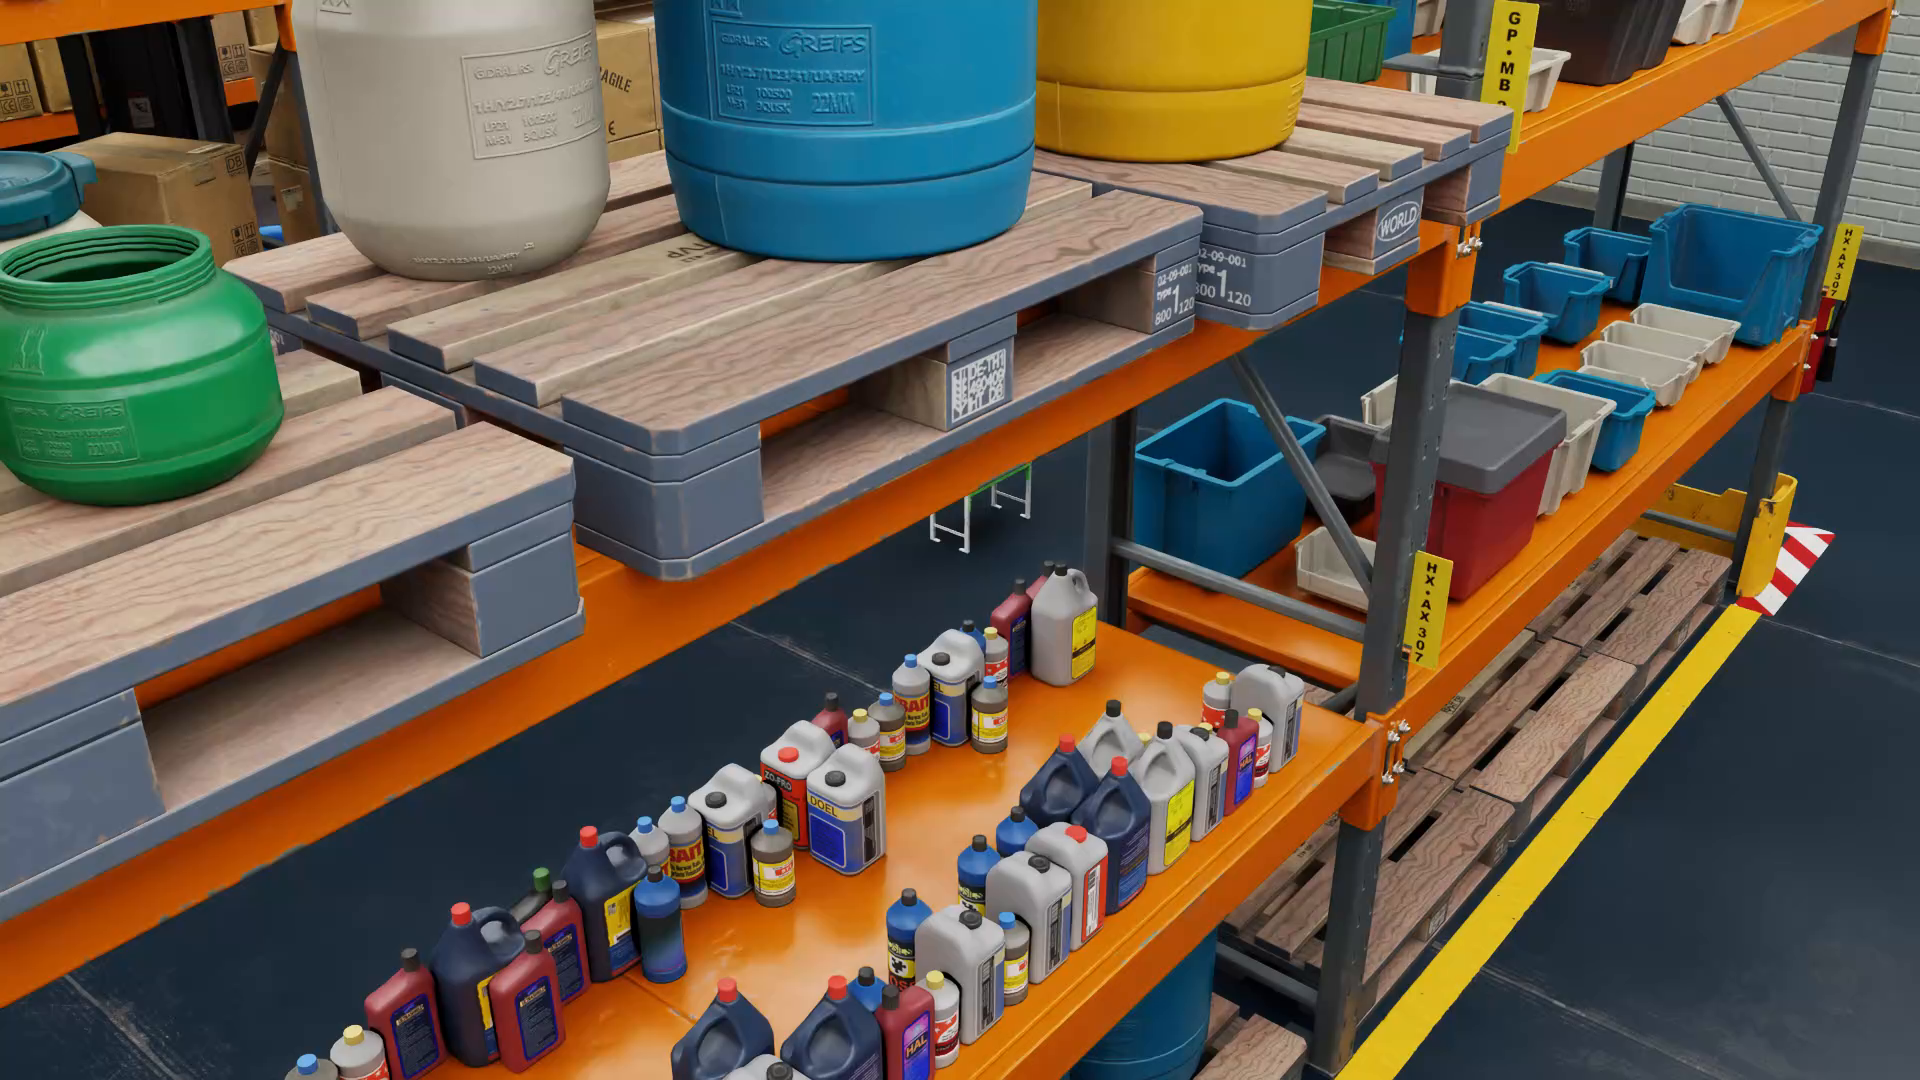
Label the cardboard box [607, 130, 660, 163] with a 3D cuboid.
[{"bbox_3d":[-1.852,-1.807,8.369,0.500,0.500,0.500,21,34,34],"label":"cardboard box"}]

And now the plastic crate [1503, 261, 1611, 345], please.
[{"bbox_3d":[2.505,-0.999,7.033,0.416,0.233,0.300,21,34,34],"label":"plastic crate"}]

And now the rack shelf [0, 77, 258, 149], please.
[{"bbox_3d":[-5.582,-3.138,11.834,1.077,0.370,4.000,21,34,34],"label":"rack shelf"}]

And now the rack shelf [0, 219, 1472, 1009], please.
[{"bbox_3d":[-0.482,-0.157,2.806,1.077,0.370,4.000,21,34,34],"label":"rack shelf"}]

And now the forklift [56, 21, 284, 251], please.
[{"bbox_3d":[-4.990,-2.148,9.213,3.031,2.935,1.130,-9,29,-17],"label":"forklift"}]

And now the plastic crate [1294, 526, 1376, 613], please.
[{"bbox_3d":[1.197,0.114,4.986,0.396,0.136,0.243,21,34,34],"label":"plastic crate"}]

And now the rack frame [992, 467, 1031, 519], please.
[{"bbox_3d":[0.261,-0.678,8.255,0.240,1.200,0.015,21,34,34],"label":"rack frame"}]

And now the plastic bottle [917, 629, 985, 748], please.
[{"bbox_3d":[-0.031,0.385,4.377,0.152,0.276,0.135,21,34,34],"label":"plastic bottle"}]

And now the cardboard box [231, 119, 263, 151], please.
[{"bbox_3d":[-5.395,-2.997,12.337,0.380,0.149,0.250,21,34,35],"label":"cardboard box"}]

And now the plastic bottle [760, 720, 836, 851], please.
[{"bbox_3d":[-0.387,0.583,3.993,0.152,0.276,0.135,21,34,34],"label":"plastic bottle"}]

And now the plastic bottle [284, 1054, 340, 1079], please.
[{"bbox_3d":[-1.220,1.061,3.151,0.097,0.201,0.097,0,27,0],"label":"plastic bottle"}]

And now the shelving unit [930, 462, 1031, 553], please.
[{"bbox_3d":[0.105,-0.592,8.088,0.258,1.200,0.503,21,34,34],"label":"shelving unit"}]

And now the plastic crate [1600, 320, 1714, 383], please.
[{"bbox_3d":[2.760,-0.740,6.638,0.396,0.136,0.243,21,34,34],"label":"plastic crate"}]

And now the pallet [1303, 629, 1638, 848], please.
[{"bbox_3d":[2.004,0.679,6.707,1.003,0.211,1.213,21,34,34],"label":"pallet"}]

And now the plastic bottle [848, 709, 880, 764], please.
[{"bbox_3d":[-0.249,0.520,4.196,0.097,0.201,0.097,0,27,0],"label":"plastic bottle"}]

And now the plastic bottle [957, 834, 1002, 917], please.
[{"bbox_3d":[0.042,0.765,3.647,0.097,0.271,0.097,0,27,0],"label":"plastic bottle"}]

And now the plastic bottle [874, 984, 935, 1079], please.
[{"bbox_3d":[-0.109,0.967,3.244,0.061,0.283,0.133,21,34,34],"label":"plastic bottle"}]

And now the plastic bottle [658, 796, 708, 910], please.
[{"bbox_3d":[-0.629,0.701,3.771,0.097,0.271,0.097,0,27,0],"label":"plastic bottle"}]

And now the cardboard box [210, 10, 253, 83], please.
[{"bbox_3d":[-5.573,-3.587,11.593,0.980,0.700,0.700,19,33,32],"label":"cardboard box"}]

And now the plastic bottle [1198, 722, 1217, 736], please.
[{"bbox_3d":[0.605,0.548,4.142,0.097,0.201,0.097,0,27,0],"label":"plastic bottle"}]

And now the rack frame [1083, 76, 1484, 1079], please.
[{"bbox_3d":[0.790,0.147,4.701,1.000,3.000,0.127,21,34,34],"label":"rack frame"}]

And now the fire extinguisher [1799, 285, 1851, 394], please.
[{"bbox_3d":[3.781,-0.992,7.393,0.296,0.674,0.183,21,34,34],"label":"fire extinguisher"}]

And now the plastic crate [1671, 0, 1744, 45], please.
[{"bbox_3d":[2.212,-1.681,5.257,0.437,0.136,0.530,21,34,34],"label":"plastic crate"}]

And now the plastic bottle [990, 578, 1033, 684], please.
[{"bbox_3d":[0.143,0.252,4.626,0.061,0.283,0.133,21,34,34],"label":"plastic bottle"}]

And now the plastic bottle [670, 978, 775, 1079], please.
[{"bbox_3d":[-0.445,0.984,3.136,0.144,0.351,0.185,21,34,34],"label":"plastic bottle"}]

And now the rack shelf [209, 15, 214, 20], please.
[{"bbox_3d":[-1.757,-3.024,8.349,1.077,0.370,4.000,21,34,34],"label":"rack shelf"}]

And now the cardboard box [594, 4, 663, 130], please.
[{"bbox_3d":[-1.530,-2.424,8.474,0.500,0.500,0.500,22,35,36],"label":"cardboard box"}]

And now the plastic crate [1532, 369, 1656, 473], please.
[{"bbox_3d":[2.226,-0.420,5.915,0.416,0.233,0.300,21,34,34],"label":"plastic crate"}]

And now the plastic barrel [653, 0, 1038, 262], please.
[{"bbox_3d":[-0.177,-0.944,2.544,0.600,0.901,0.708,21,34,34],"label":"plastic barrel"}]

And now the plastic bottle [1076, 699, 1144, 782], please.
[{"bbox_3d":[0.347,0.548,3.979,0.144,0.351,0.185,21,34,34],"label":"plastic bottle"}]

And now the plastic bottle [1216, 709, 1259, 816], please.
[{"bbox_3d":[0.677,0.529,4.091,0.061,0.283,0.133,21,34,34],"label":"plastic bottle"}]

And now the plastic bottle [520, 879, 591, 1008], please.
[{"bbox_3d":[-0.849,0.849,3.472,0.061,0.283,0.133,21,34,34],"label":"plastic bottle"}]

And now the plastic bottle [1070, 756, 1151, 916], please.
[{"bbox_3d":[0.341,0.656,3.771,0.144,0.351,0.185,21,34,34],"label":"plastic bottle"}]

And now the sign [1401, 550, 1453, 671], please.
[{"bbox_3d":[1.214,0.186,4.325,0.100,0.325,0.005,21,34,34],"label":"sign"}]

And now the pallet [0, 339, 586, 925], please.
[{"bbox_3d":[-1.192,0.074,1.783,1.003,0.211,1.213,21,34,34],"label":"pallet"}]

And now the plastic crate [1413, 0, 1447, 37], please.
[{"bbox_3d":[1.306,-1.630,5.159,0.293,0.136,0.466,21,34,34],"label":"plastic crate"}]

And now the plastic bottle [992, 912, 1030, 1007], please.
[{"bbox_3d":[0.098,0.875,3.511,0.097,0.201,0.097,0,27,0],"label":"plastic bottle"}]

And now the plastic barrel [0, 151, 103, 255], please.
[{"bbox_3d":[-1.185,-0.315,2.023,0.301,0.262,0.301,0,27,0],"label":"plastic barrel"}]

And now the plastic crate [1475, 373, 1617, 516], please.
[{"bbox_3d":[1.904,-0.314,5.657,0.437,0.282,0.530,21,34,34],"label":"plastic crate"}]

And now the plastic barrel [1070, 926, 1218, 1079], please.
[{"bbox_3d":[0.431,1.081,4.723,0.600,0.901,0.708,21,34,34],"label":"plastic barrel"}]

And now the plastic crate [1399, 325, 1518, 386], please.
[{"bbox_3d":[1.895,-0.659,6.376,0.416,0.233,0.300,21,34,34],"label":"plastic crate"}]

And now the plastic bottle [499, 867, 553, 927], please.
[{"bbox_3d":[-0.896,0.831,3.506,0.061,0.283,0.133,21,34,34],"label":"plastic bottle"}]

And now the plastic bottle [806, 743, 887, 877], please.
[{"bbox_3d":[-0.270,0.628,3.907,0.152,0.276,0.135,21,34,34],"label":"plastic bottle"}]
